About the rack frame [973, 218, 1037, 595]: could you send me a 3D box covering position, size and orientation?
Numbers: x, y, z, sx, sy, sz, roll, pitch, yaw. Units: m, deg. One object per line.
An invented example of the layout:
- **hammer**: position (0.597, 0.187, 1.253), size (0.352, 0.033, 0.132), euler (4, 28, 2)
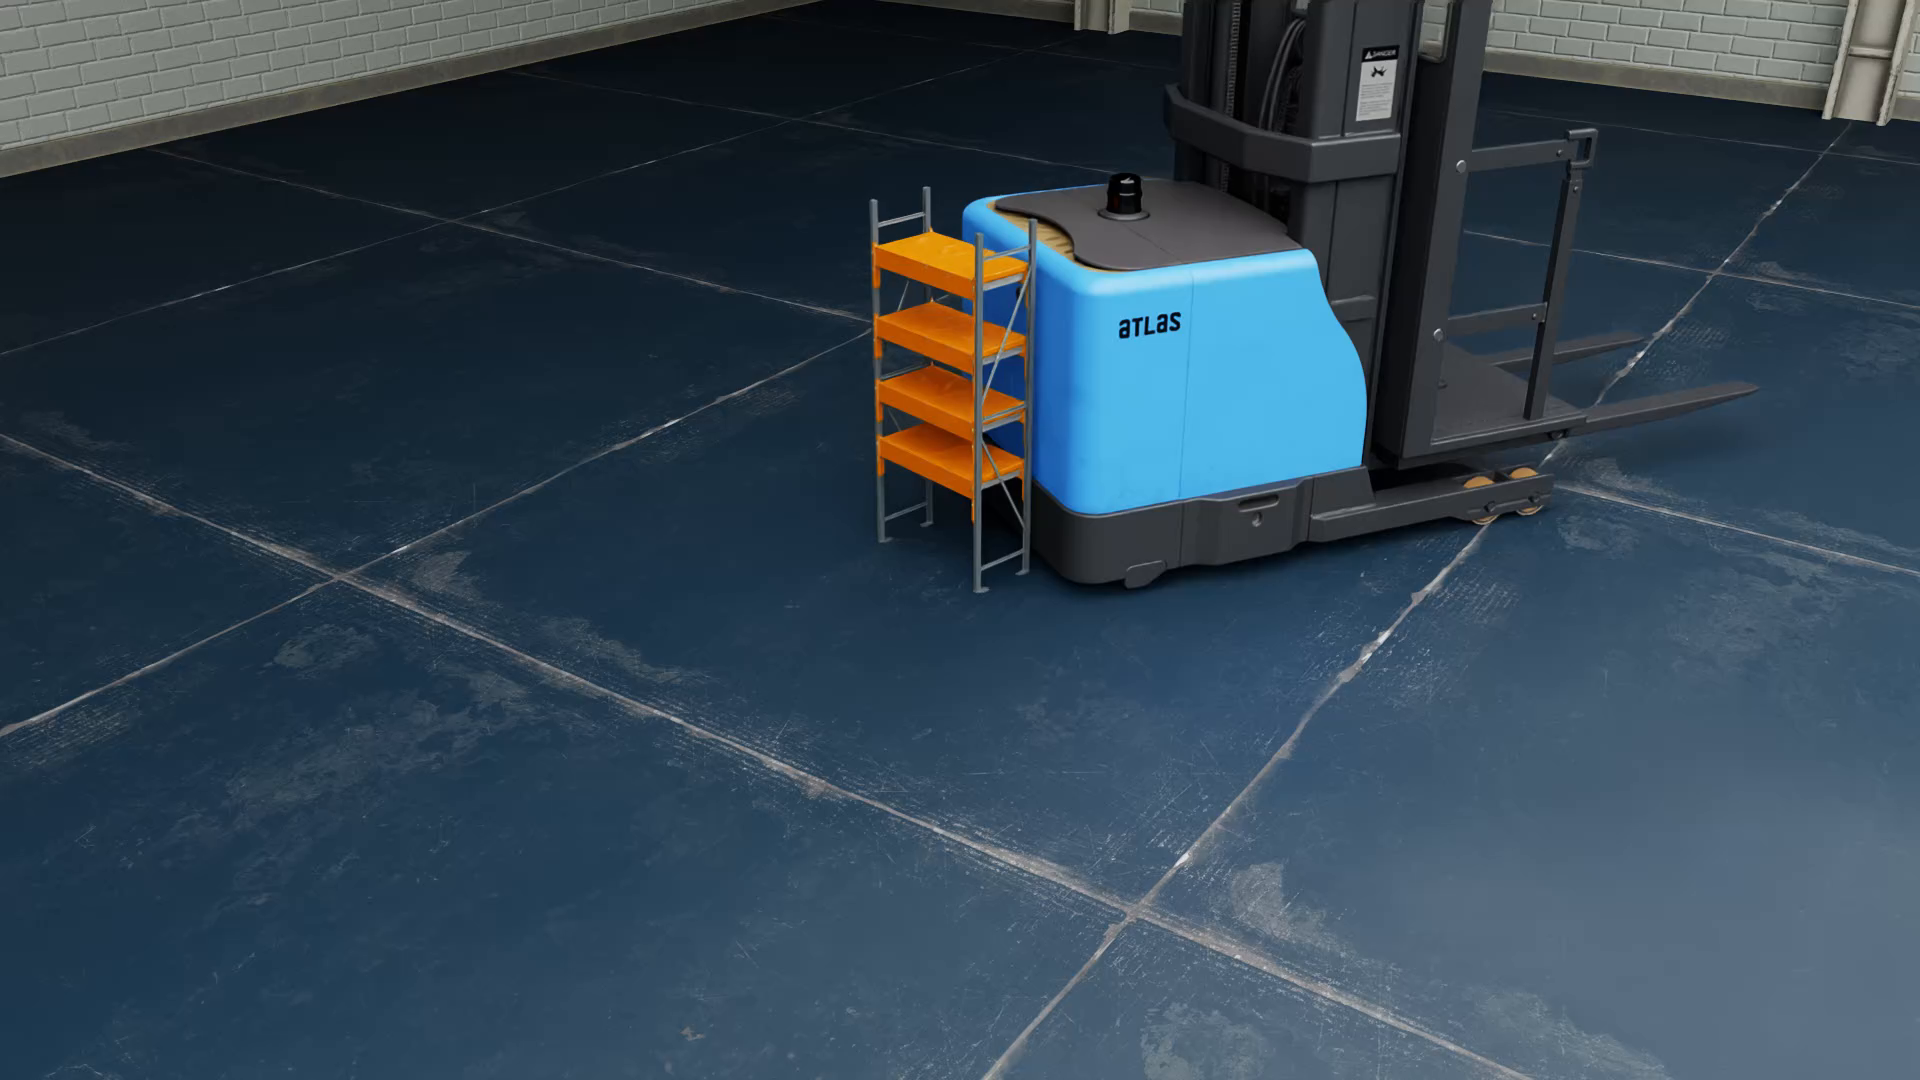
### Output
- **rack frame**: position (0.138, -0.396, 5.205), size (0.240, 1.200, 0.015), euler (-22, 34, -37)

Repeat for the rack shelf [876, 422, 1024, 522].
- **rack shelf**: position (-0.026, -0.241, 5.487), size (0.258, 0.148, 0.480), euler (-22, 34, -37)

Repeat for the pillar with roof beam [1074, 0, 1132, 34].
- **pillar with roof beam**: position (-1.199, -6.854, 9.296), size (0.400, 9.000, 9.100), euler (17, 32, 30)

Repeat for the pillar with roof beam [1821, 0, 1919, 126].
- **pillar with roof beam**: position (3.747, -5.313, 6.268), size (0.400, 9.000, 9.100), euler (17, 32, 30)

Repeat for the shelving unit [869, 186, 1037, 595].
- **shelving unit**: position (-0.026, -0.478, 5.366), size (0.258, 1.200, 0.503), euler (-22, 34, -37)

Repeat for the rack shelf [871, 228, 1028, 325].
- **rack shelf**: position (-0.026, -0.828, 5.188), size (0.258, 0.148, 0.480), euler (-22, 34, -37)

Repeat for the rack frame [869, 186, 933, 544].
- **rack frame**: position (-0.189, -0.560, 5.528), size (0.240, 1.200, 0.015), euler (-22, 34, -37)

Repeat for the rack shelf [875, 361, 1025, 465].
- **rack shelf**: position (-0.026, -0.418, 5.397), size (0.258, 0.148, 0.480), euler (-22, 34, -37)

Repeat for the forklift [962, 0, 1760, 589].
- **forklift**: position (1.560, -1.569, 5.602), size (3.031, 2.935, 1.130), euler (-11, 29, -20)

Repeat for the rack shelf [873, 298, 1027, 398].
- **rack shelf**: position (-0.026, -0.617, 5.296), size (0.258, 0.148, 0.480), euler (-22, 34, -37)
